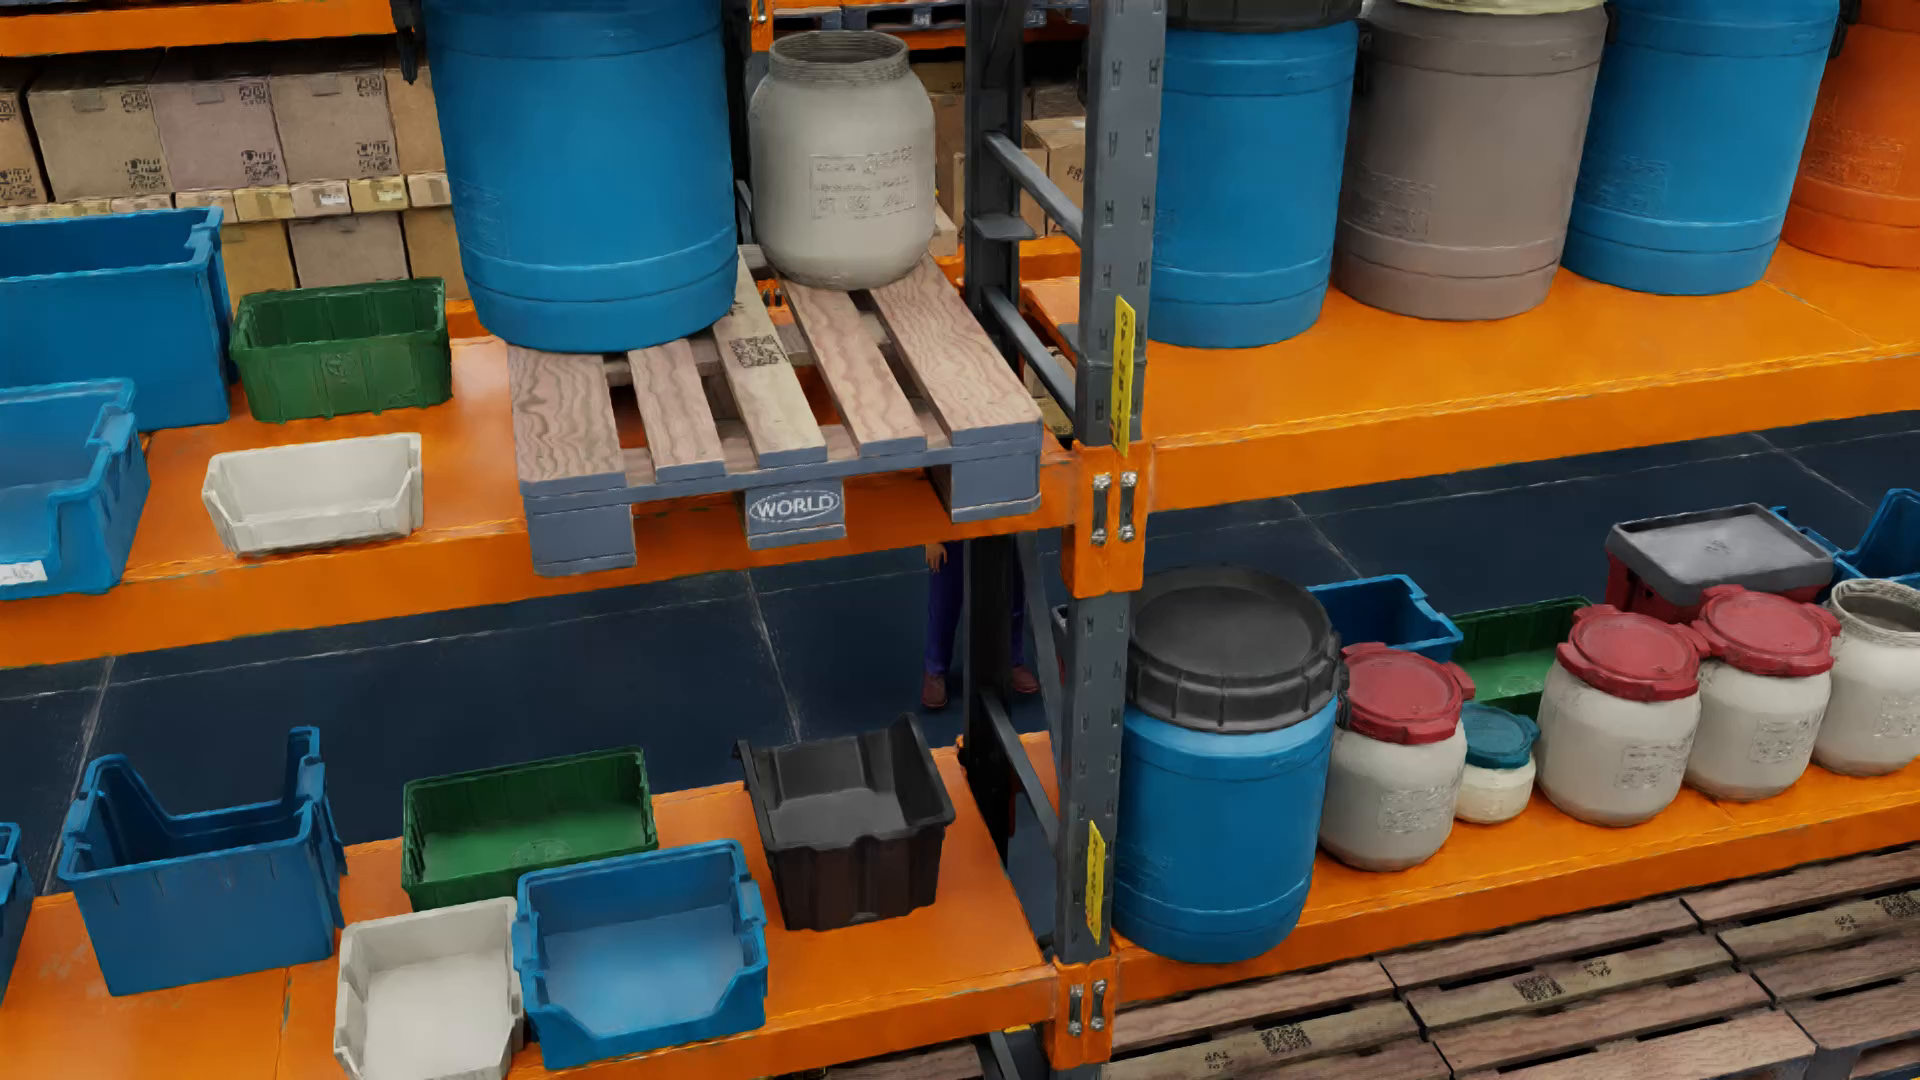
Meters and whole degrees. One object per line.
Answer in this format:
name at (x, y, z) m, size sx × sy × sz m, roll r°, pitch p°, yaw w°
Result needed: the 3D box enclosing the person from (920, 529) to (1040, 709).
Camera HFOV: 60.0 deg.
person at (0.080, -0.038, 7.164) m, size 0.560 × 1.657 × 0.452 m, roll -18°, pitch 35°, yaw -28°
